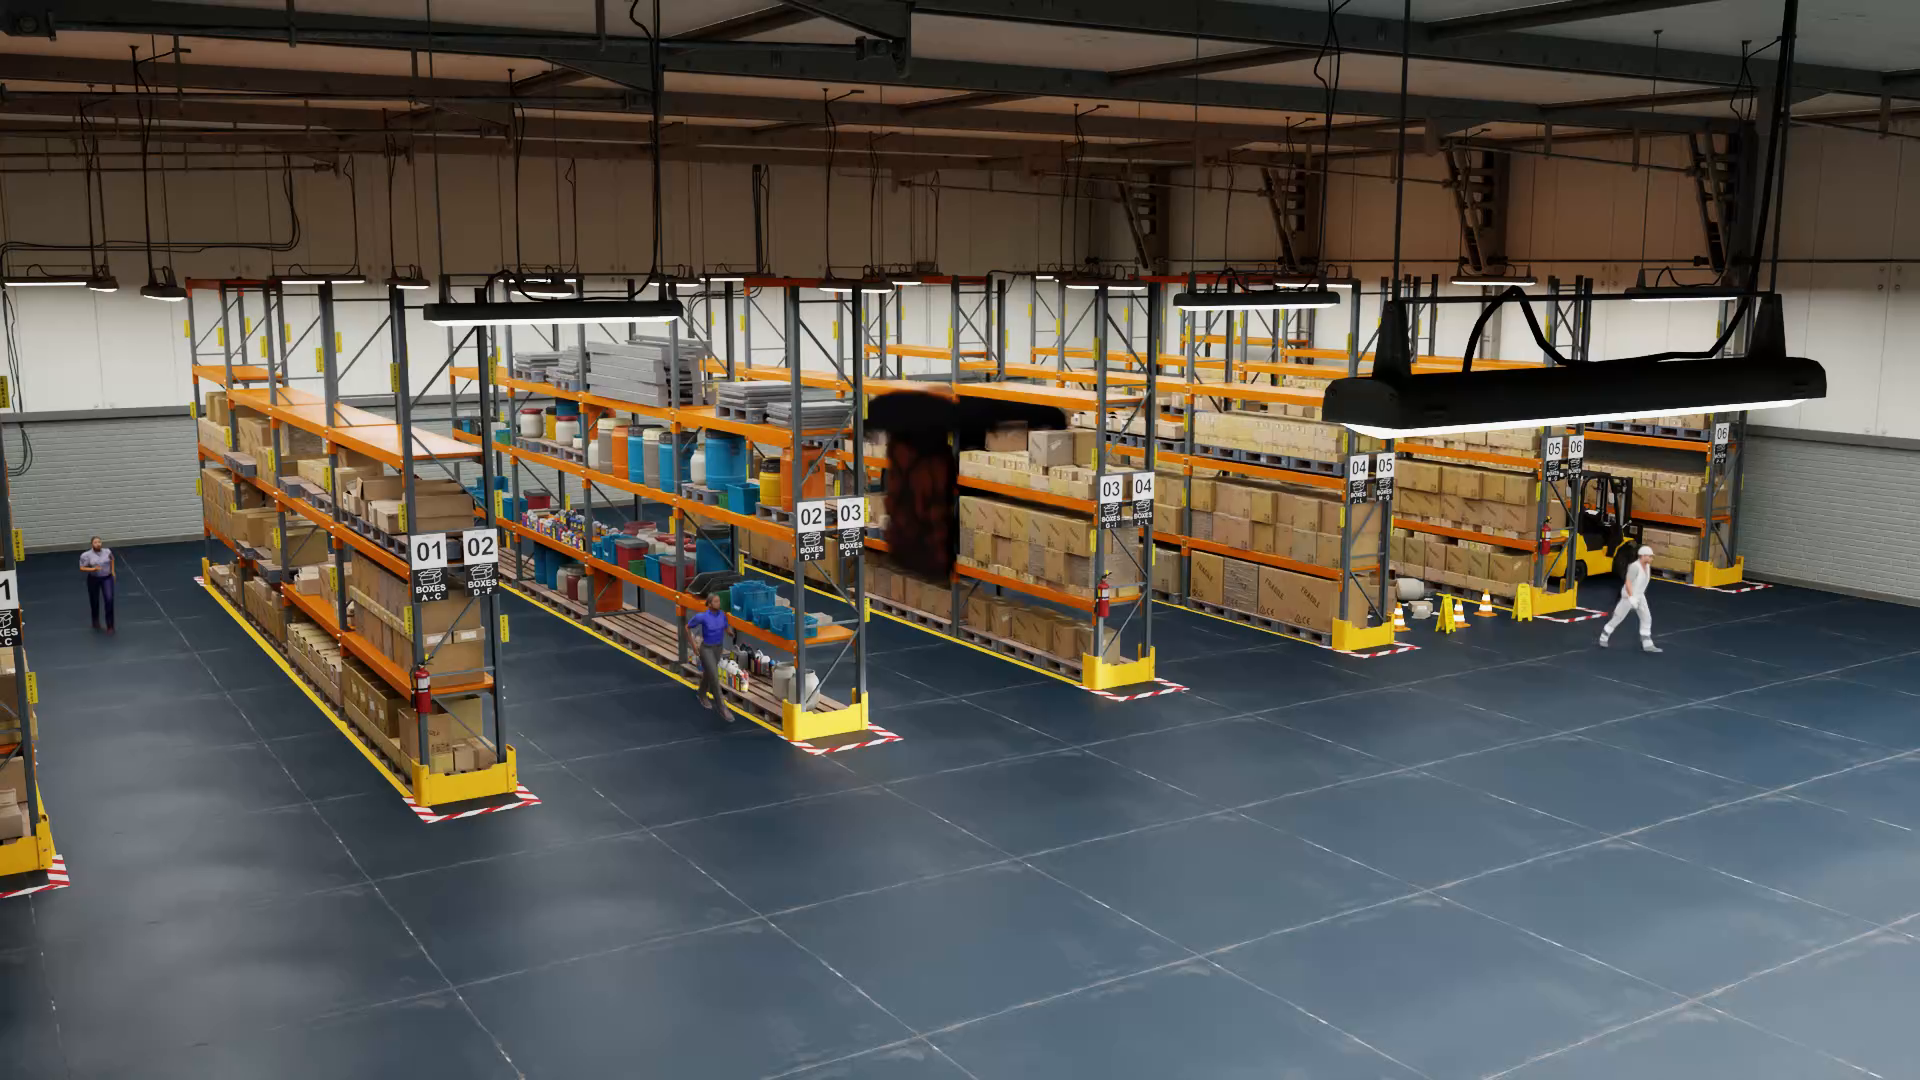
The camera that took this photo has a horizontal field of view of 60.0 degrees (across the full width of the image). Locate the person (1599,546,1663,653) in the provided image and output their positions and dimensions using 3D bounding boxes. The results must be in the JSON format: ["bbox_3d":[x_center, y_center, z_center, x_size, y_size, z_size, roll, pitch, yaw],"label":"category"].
[{"bbox_3d":[11.004,0.946,27.160,0.732,1.732,0.937,-8,12,-39],"label":"person"}]

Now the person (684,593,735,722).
[{"bbox_3d":[-3.371,1.549,22.374,0.846,1.714,0.630,8,12,39],"label":"person"}]

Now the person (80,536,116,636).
[{"bbox_3d":[-14.772,0.755,28.525,0.564,1.695,0.855,-6,11,-33],"label":"person"}]
